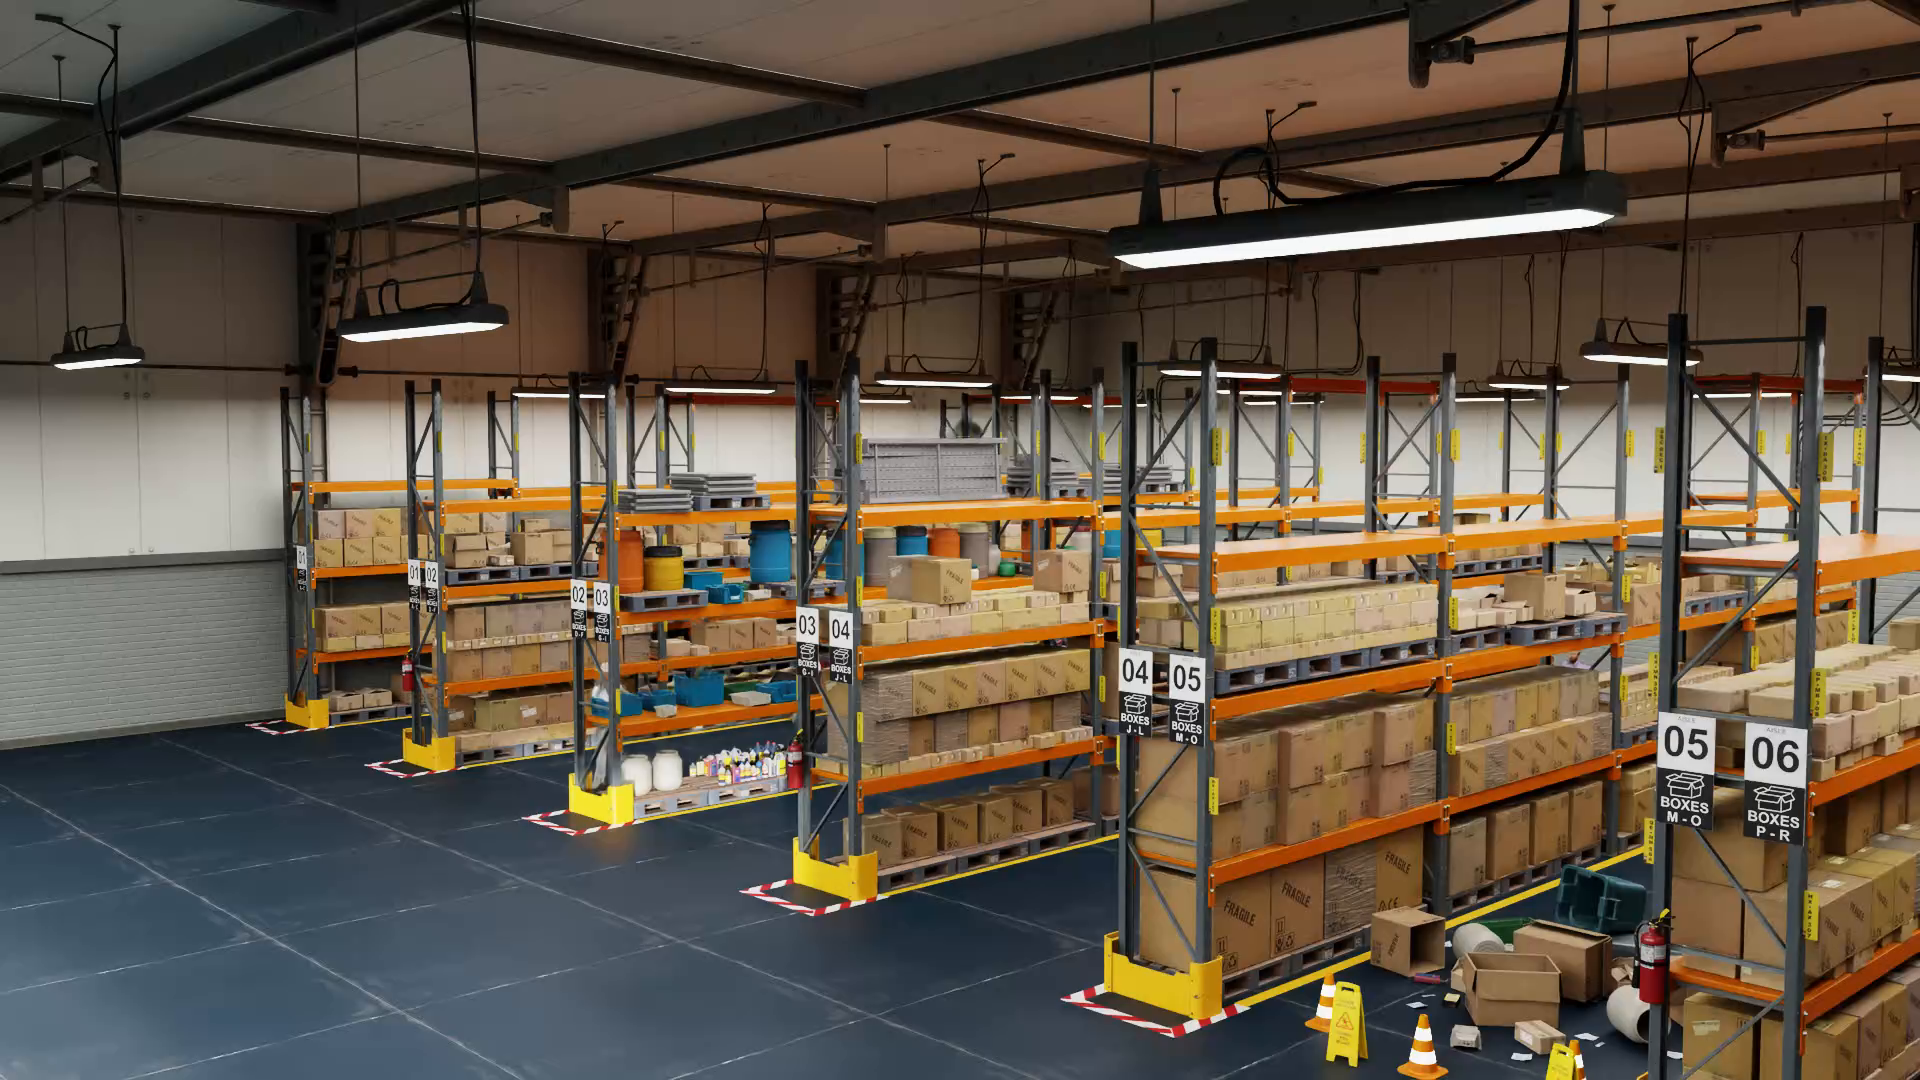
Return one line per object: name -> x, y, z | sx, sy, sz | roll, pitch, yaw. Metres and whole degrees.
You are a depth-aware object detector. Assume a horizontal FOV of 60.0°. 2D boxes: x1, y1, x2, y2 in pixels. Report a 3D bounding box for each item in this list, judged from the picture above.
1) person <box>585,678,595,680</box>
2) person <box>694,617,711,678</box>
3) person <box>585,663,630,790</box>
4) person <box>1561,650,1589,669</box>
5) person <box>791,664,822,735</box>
person -> -6.605, 2.344, 29.980 | 0.653, 1.800, 0.898 | 3, 5, 36
person -> -4.976, 2.271, 32.303 | 0.616, 1.716, 0.683 | 3, 5, 41
person -> -5.168, 2.707, 24.419 | 0.658, 1.828, 0.828 | 4, 5, 45
person -> 10.072, 2.614, 27.336 | 0.592, 1.699, 0.687 | 3, 5, 38
person -> -2.479, 2.576, 27.081 | 0.714, 1.722, 0.592 | 3, 5, 40
